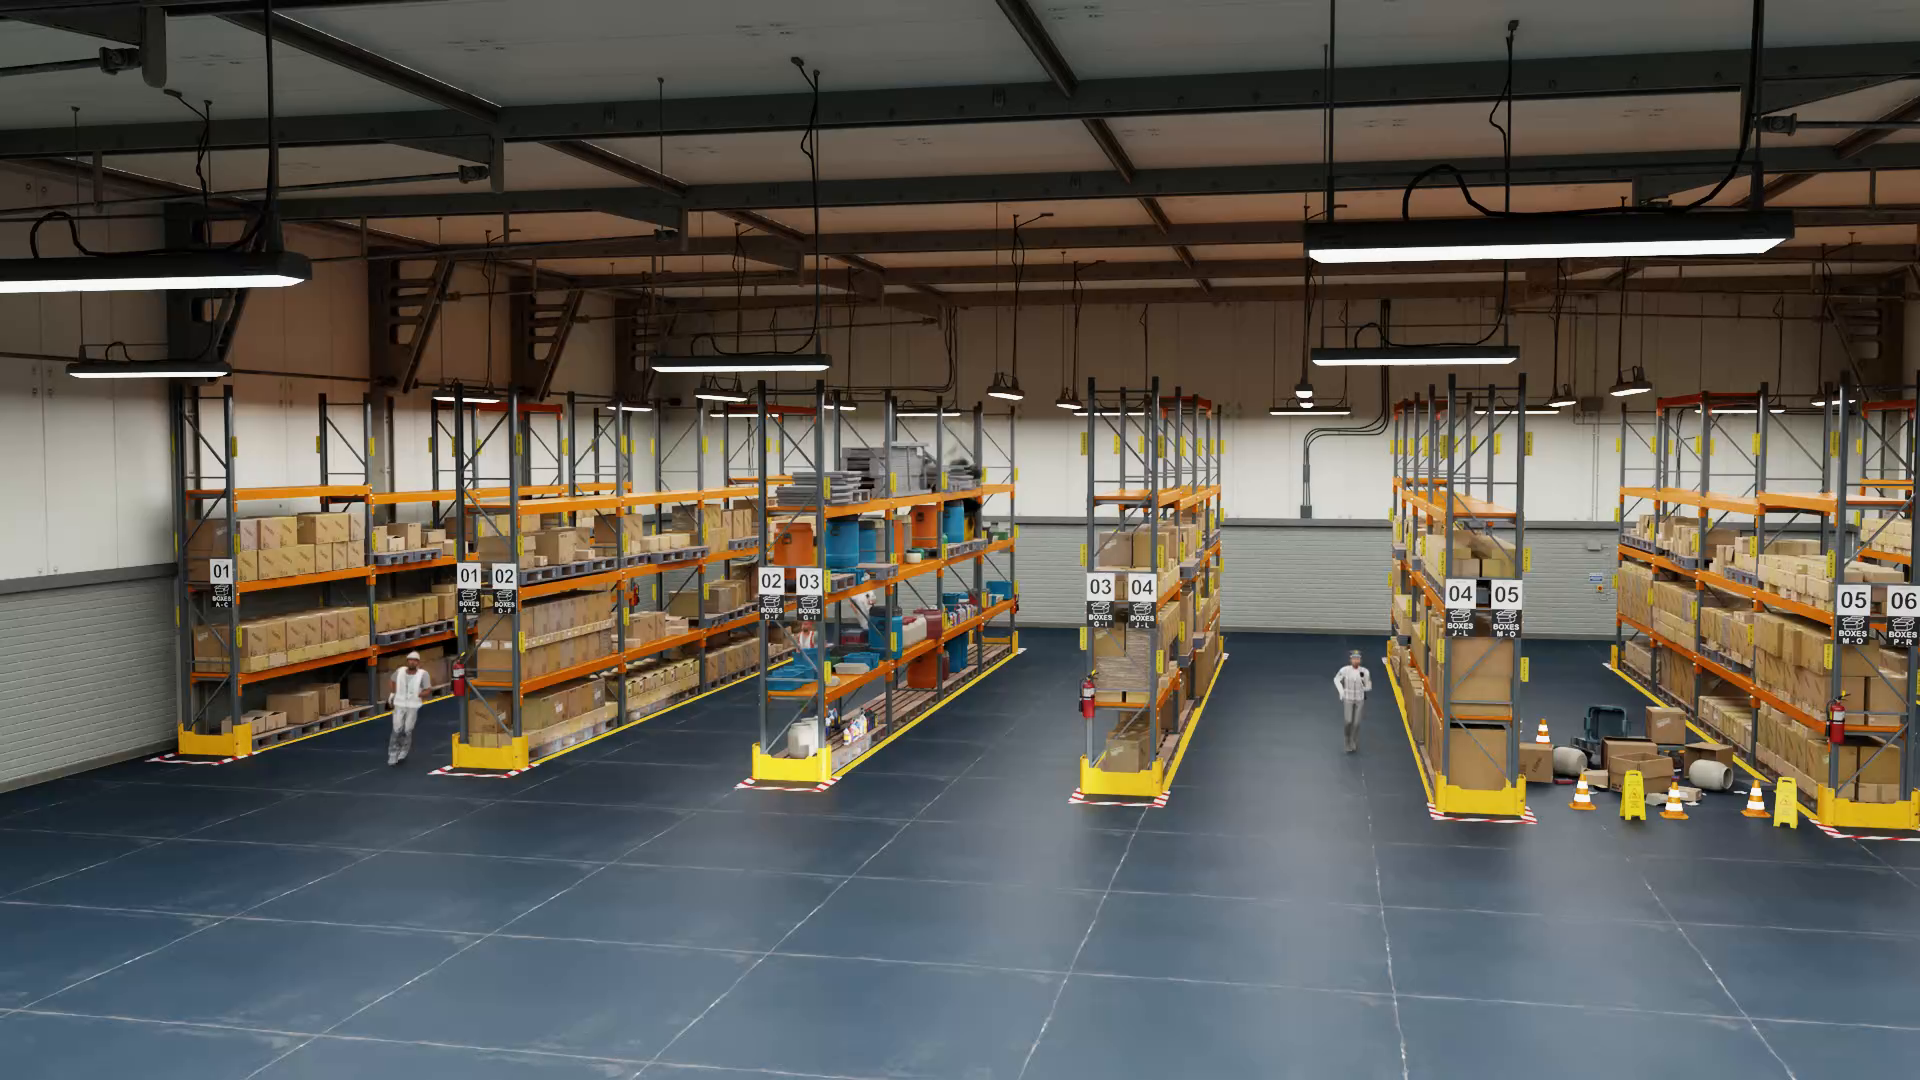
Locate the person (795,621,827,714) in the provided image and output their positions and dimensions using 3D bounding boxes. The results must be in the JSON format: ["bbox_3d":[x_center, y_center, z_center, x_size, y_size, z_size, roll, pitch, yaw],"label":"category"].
[{"bbox_3d":[-2.831,2.355,31.535,0.679,1.803,0.798,1,3,21],"label":"person"}]

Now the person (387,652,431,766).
[{"bbox_3d":[-8.716,2.663,26.312,0.676,1.803,0.674,-1,3,-14],"label":"person"}]

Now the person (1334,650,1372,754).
[{"bbox_3d":[6.440,2.615,27.190,0.587,1.649,0.670,0,3,6],"label":"person"}]

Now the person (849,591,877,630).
[{"bbox_3d":[-2.355,1.854,40.742,0.684,1.794,0.866,-1,3,-14],"label":"person"}]
